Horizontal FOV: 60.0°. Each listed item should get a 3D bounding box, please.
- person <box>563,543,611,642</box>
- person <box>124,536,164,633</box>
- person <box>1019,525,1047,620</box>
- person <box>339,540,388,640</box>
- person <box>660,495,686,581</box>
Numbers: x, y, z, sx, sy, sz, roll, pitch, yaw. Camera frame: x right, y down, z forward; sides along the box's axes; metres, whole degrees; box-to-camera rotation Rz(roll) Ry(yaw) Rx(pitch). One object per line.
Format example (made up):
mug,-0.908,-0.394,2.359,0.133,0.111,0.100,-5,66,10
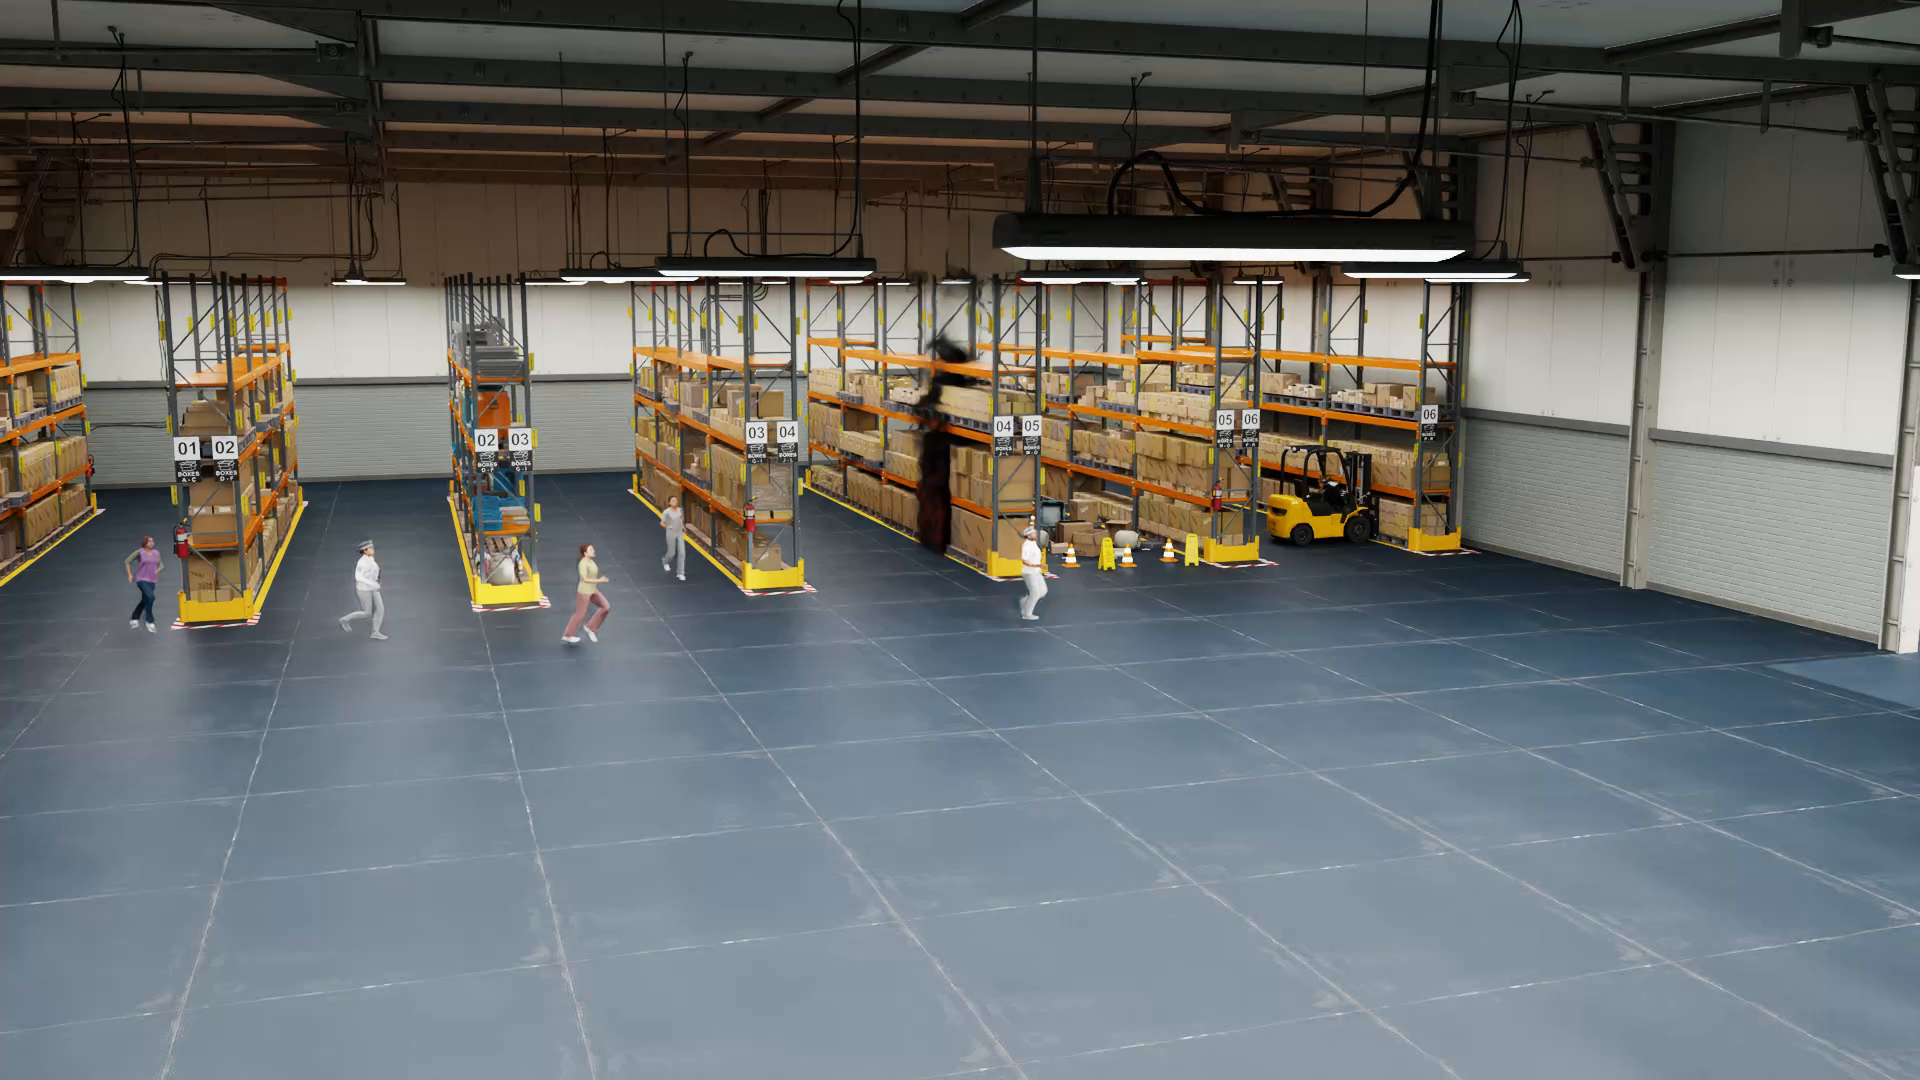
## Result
person,-6.031,0.851,26.894,0.811,1.631,0.585,2,9,11
person,-13.689,0.725,28.045,0.728,1.570,0.535,5,10,31
person,1.274,0.561,28.874,0.568,1.654,0.570,3,9,19
person,-9.784,0.812,27.259,0.769,1.663,0.607,1,9,3
person,-5.685,-0.067,33.051,0.568,1.672,0.922,-5,10,-32
